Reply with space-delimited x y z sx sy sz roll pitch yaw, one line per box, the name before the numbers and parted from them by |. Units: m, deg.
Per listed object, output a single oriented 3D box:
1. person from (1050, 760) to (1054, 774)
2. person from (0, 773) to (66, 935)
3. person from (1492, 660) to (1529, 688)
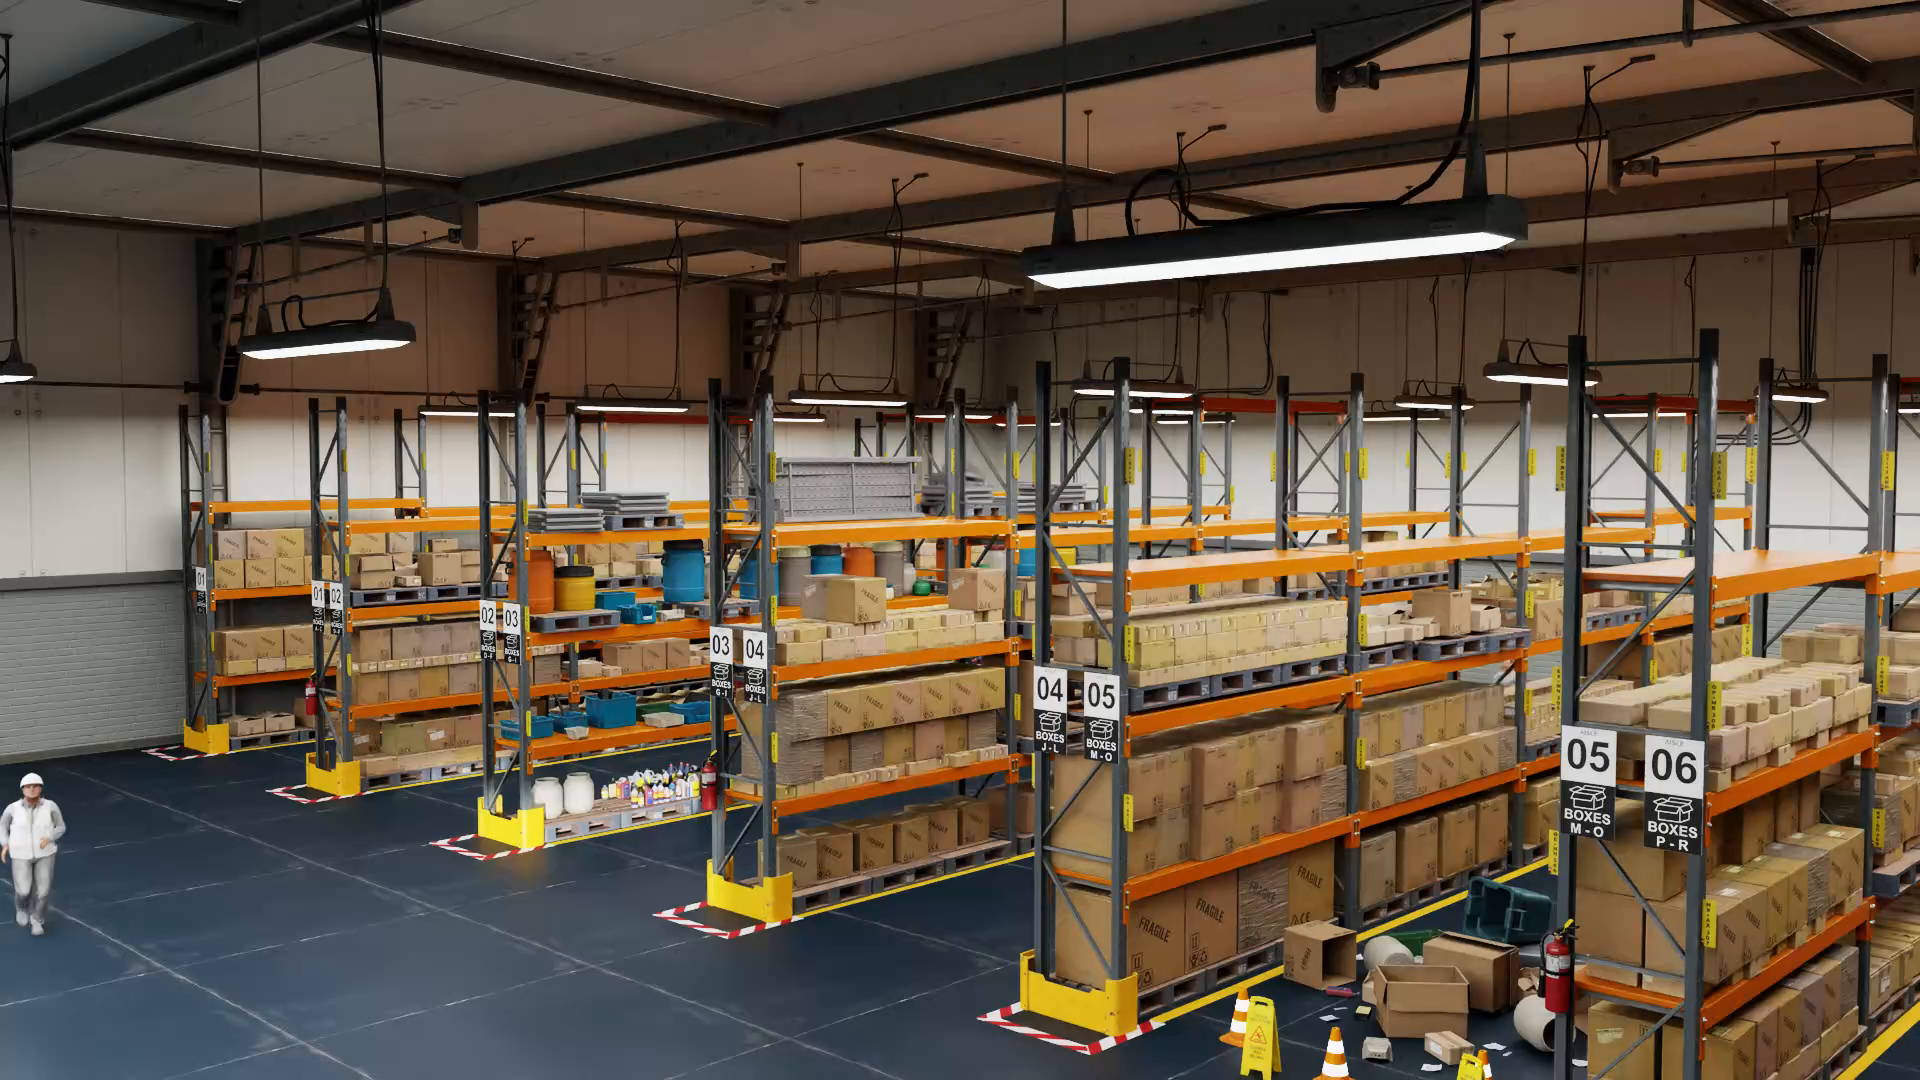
person | 1.591 2.963 26.326 0.547 1.597 0.817 2 4 35
person | -9.895 3.364 17.735 0.650 1.732 0.566 -2 4 -31
person | 9.510 2.849 28.691 0.584 1.712 0.669 2 4 34
